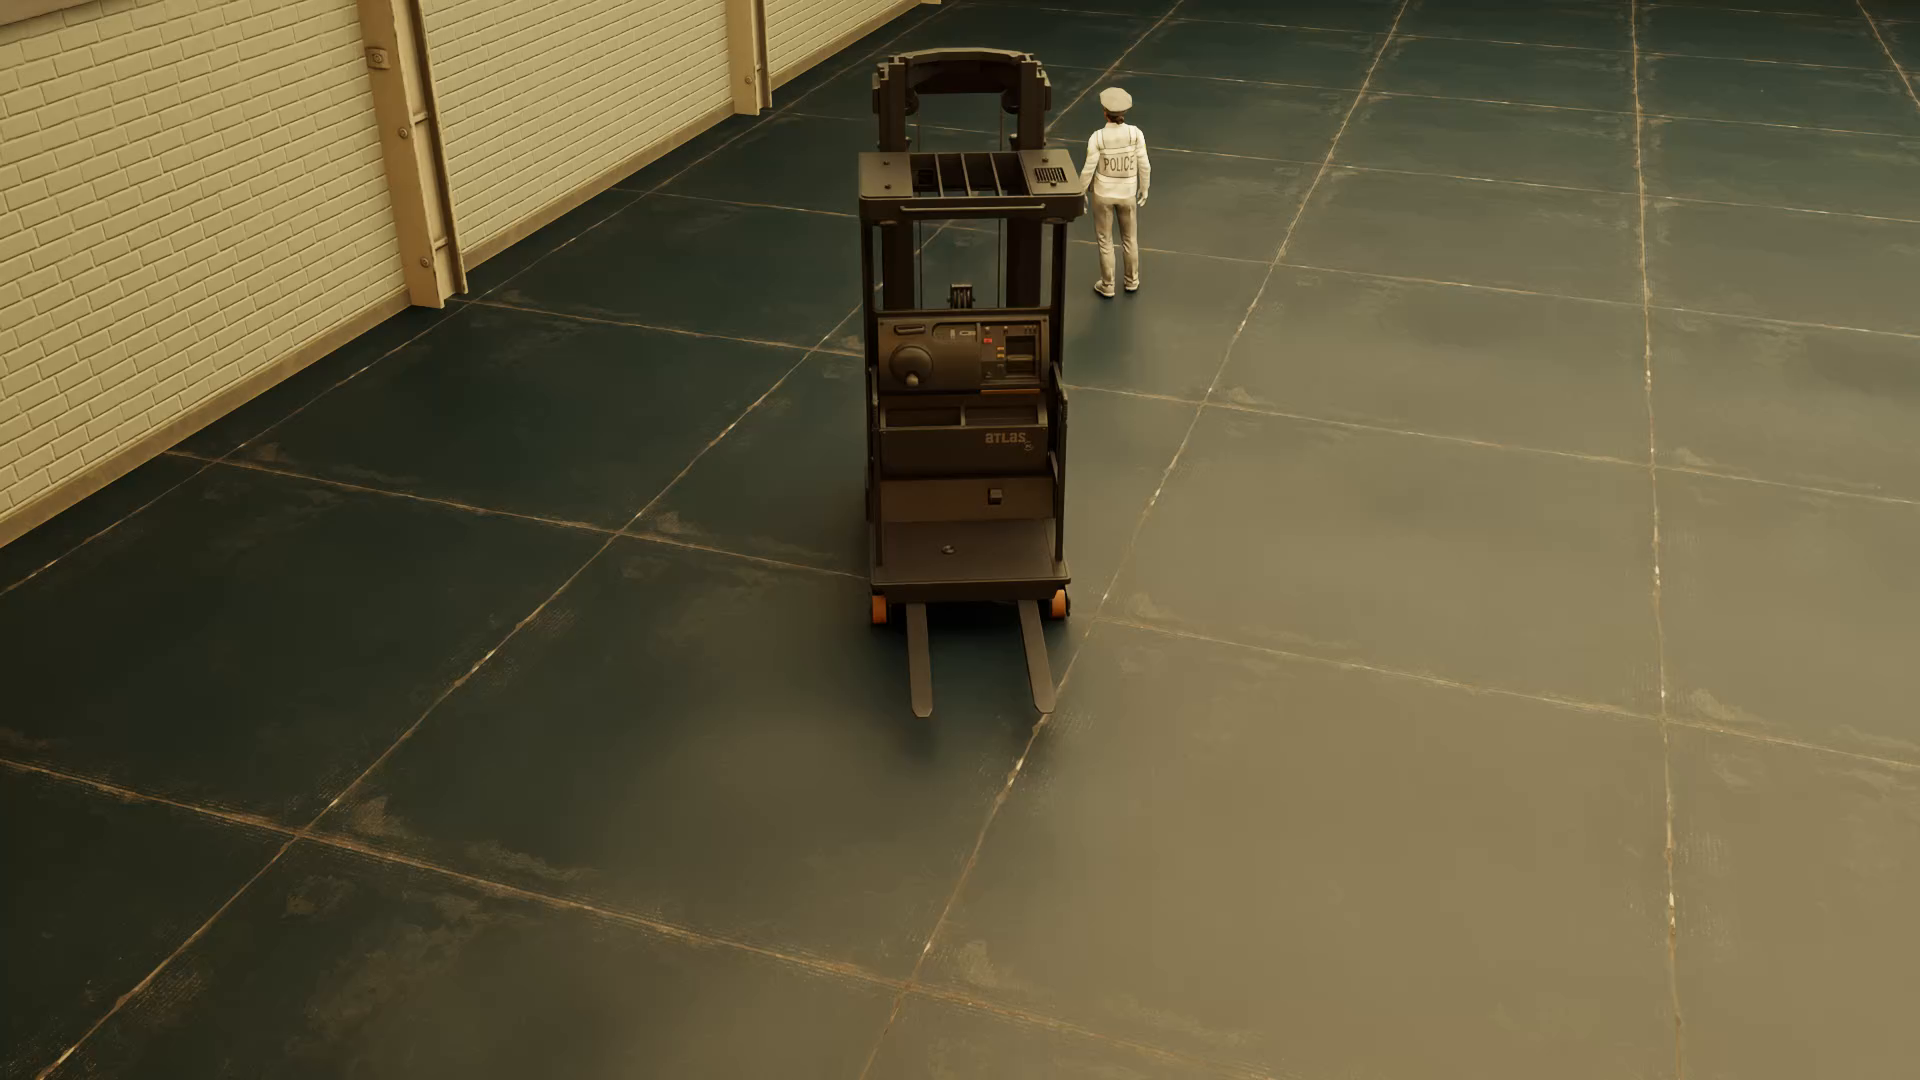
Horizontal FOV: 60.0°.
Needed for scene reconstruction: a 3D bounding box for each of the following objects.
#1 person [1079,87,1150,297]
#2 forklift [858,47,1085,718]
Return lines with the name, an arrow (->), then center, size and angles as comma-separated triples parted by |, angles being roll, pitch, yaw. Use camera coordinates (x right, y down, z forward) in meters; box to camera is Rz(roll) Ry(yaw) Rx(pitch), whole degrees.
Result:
person -> 1.213, -2.766, 13.223 | 0.587, 1.694, 0.530 | -3, 30, -5
forklift -> 0.035, -0.972, 8.842 | 1.130, 2.935, 3.031 | -2, 30, -3
